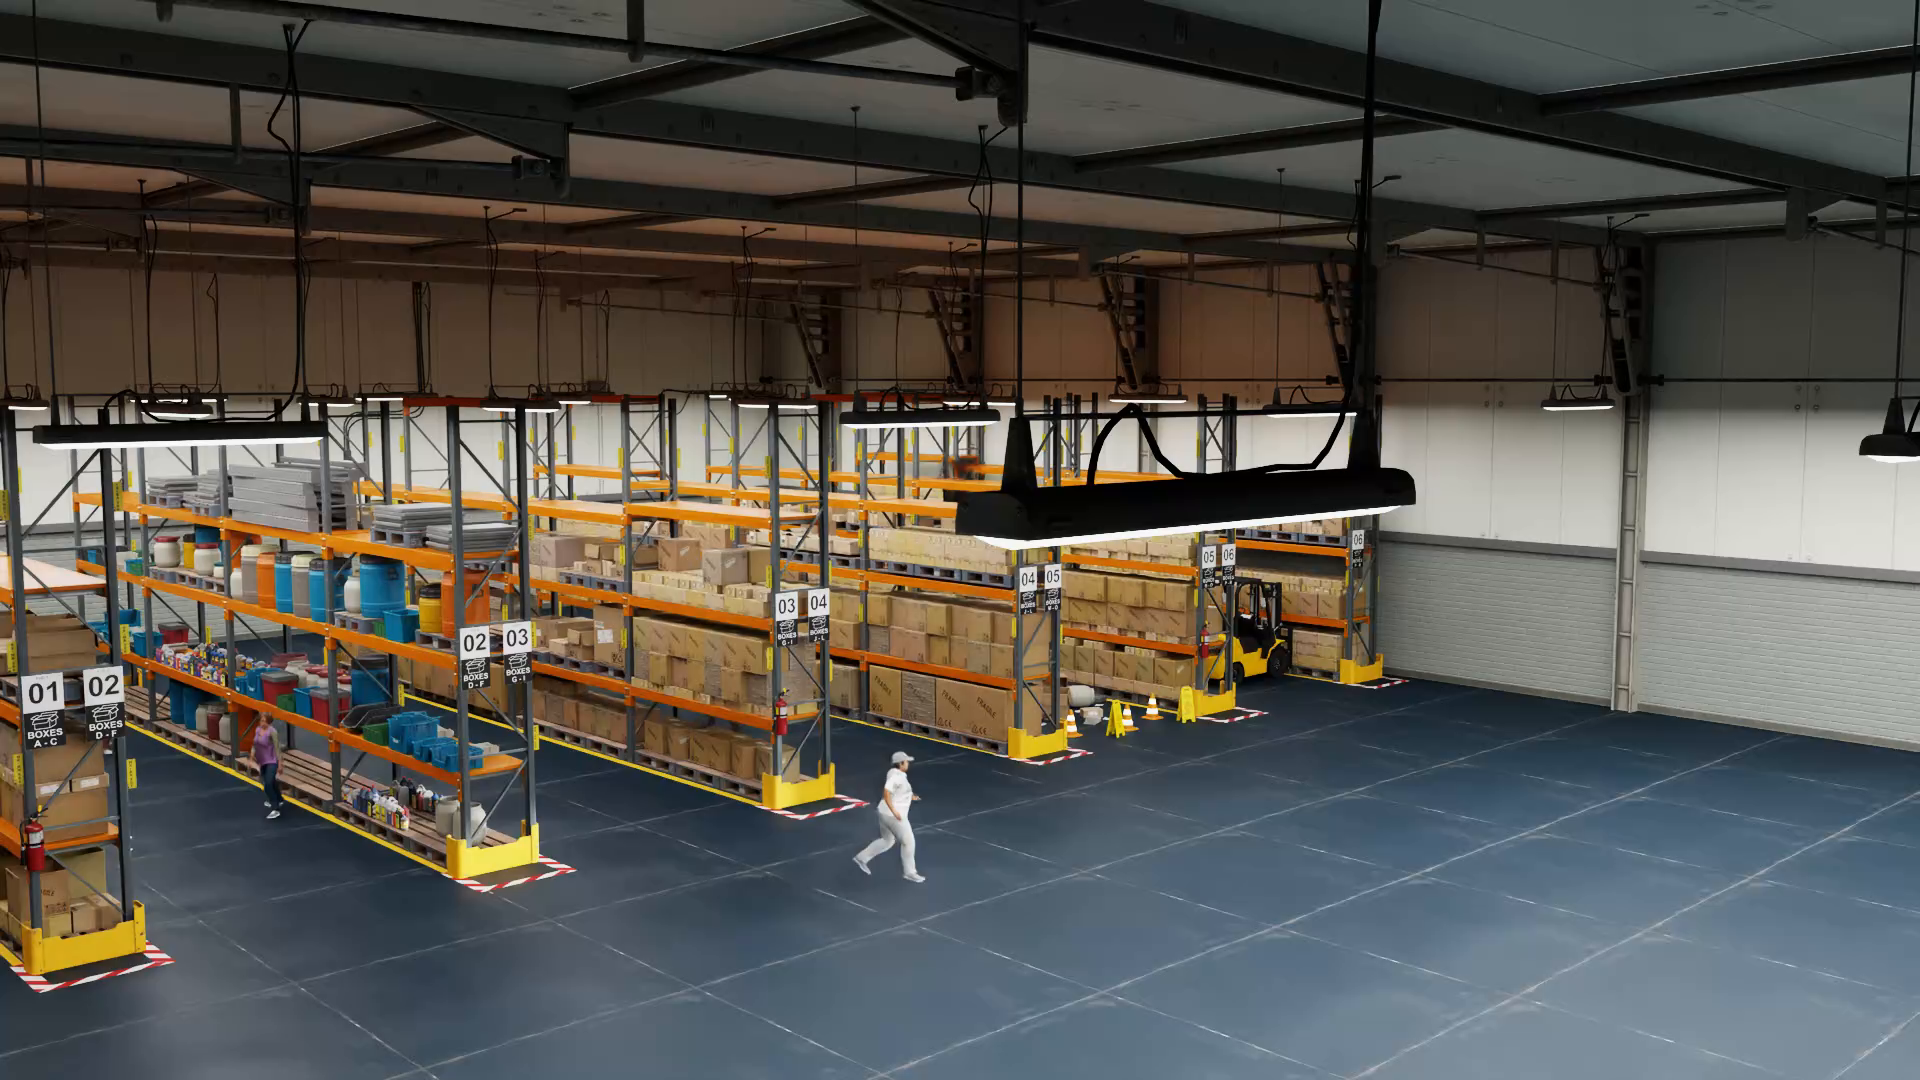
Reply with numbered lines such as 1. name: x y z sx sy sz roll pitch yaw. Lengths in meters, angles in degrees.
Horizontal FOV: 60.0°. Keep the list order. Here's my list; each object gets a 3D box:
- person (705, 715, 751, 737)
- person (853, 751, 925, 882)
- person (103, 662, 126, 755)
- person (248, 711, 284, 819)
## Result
1. person: -4.123 2.700 29.407 0.853 1.609 0.543 0 6 -2
2. person: -0.878 3.497 20.962 0.886 1.678 0.581 -1 6 -13
3. person: -14.497 2.826 28.194 0.829 1.588 0.625 2 6 21
4. person: -10.067 3.224 24.228 0.712 1.533 0.626 3 6 31
